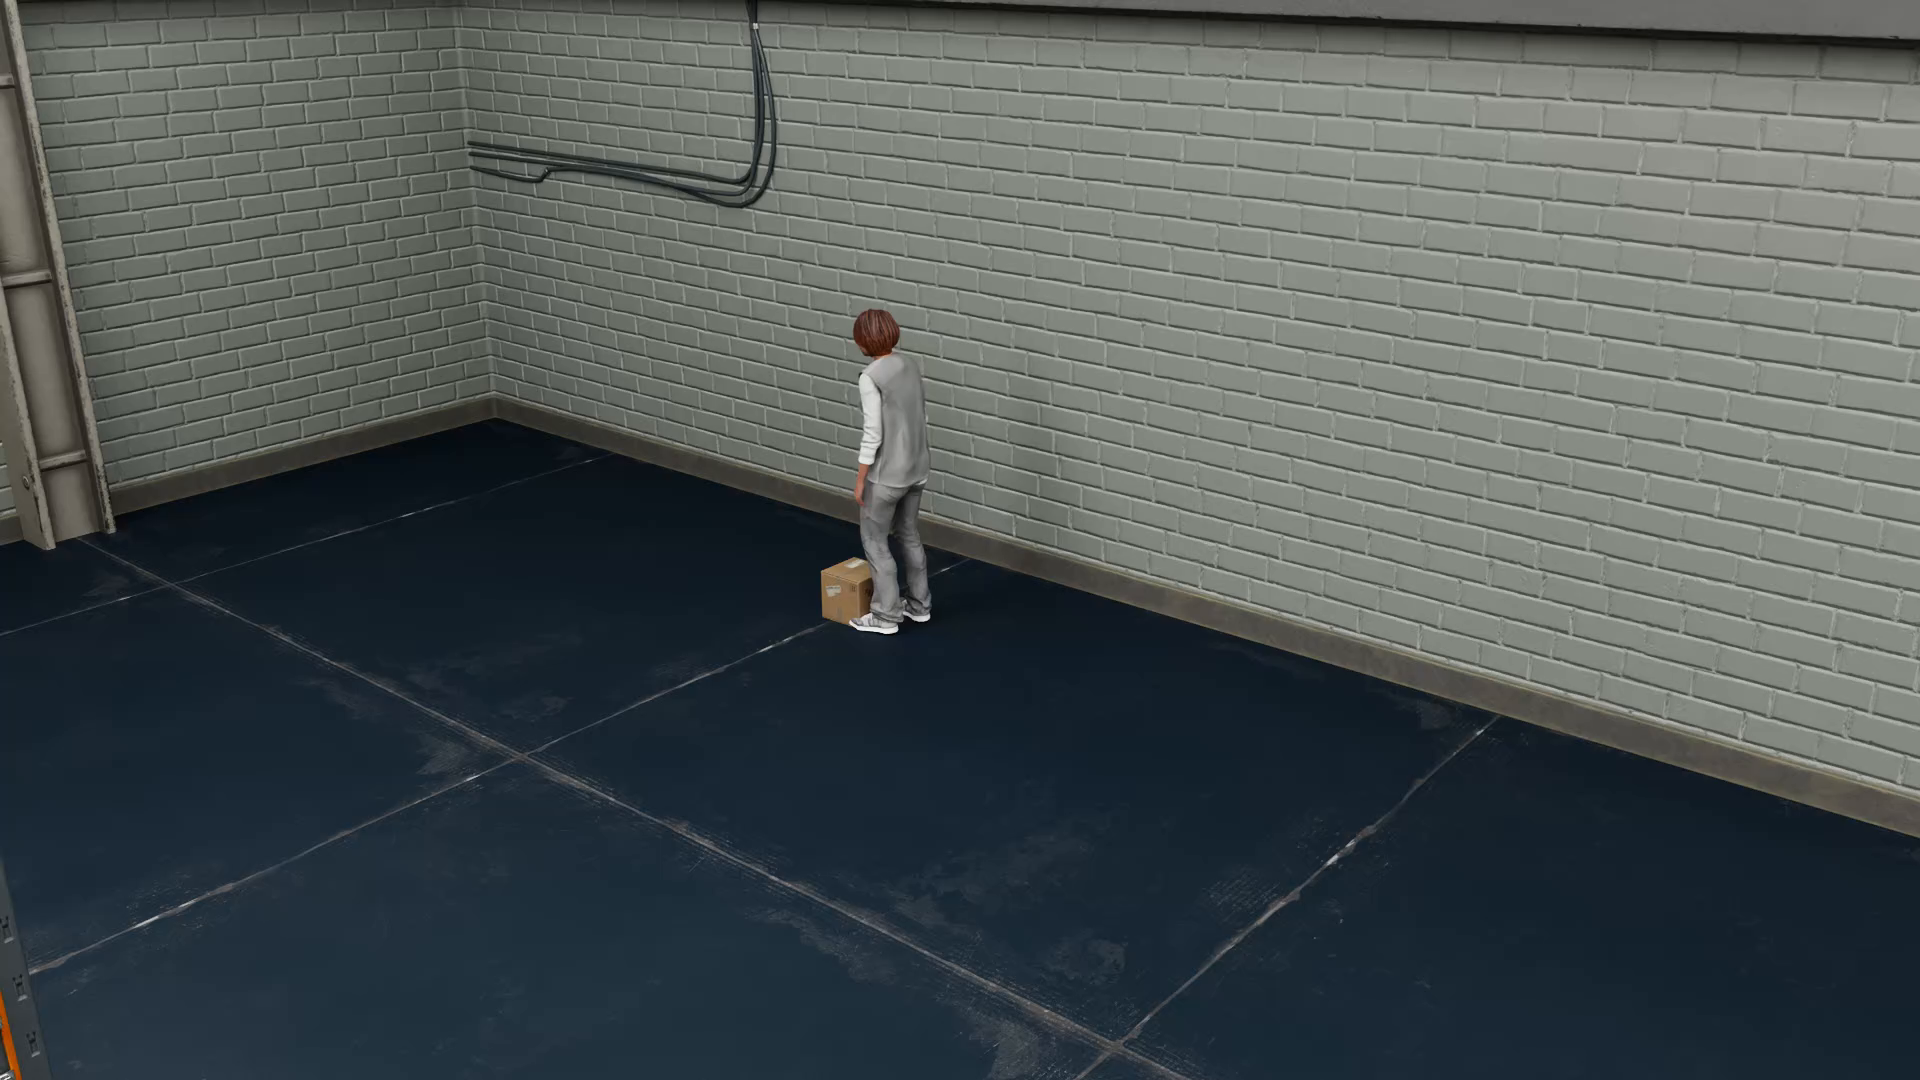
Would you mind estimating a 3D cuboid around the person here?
[{"bbox_3d":[-0.337,-0.316,7.937,0.374,1.593,0.485,14,25,33],"label":"person"}]
